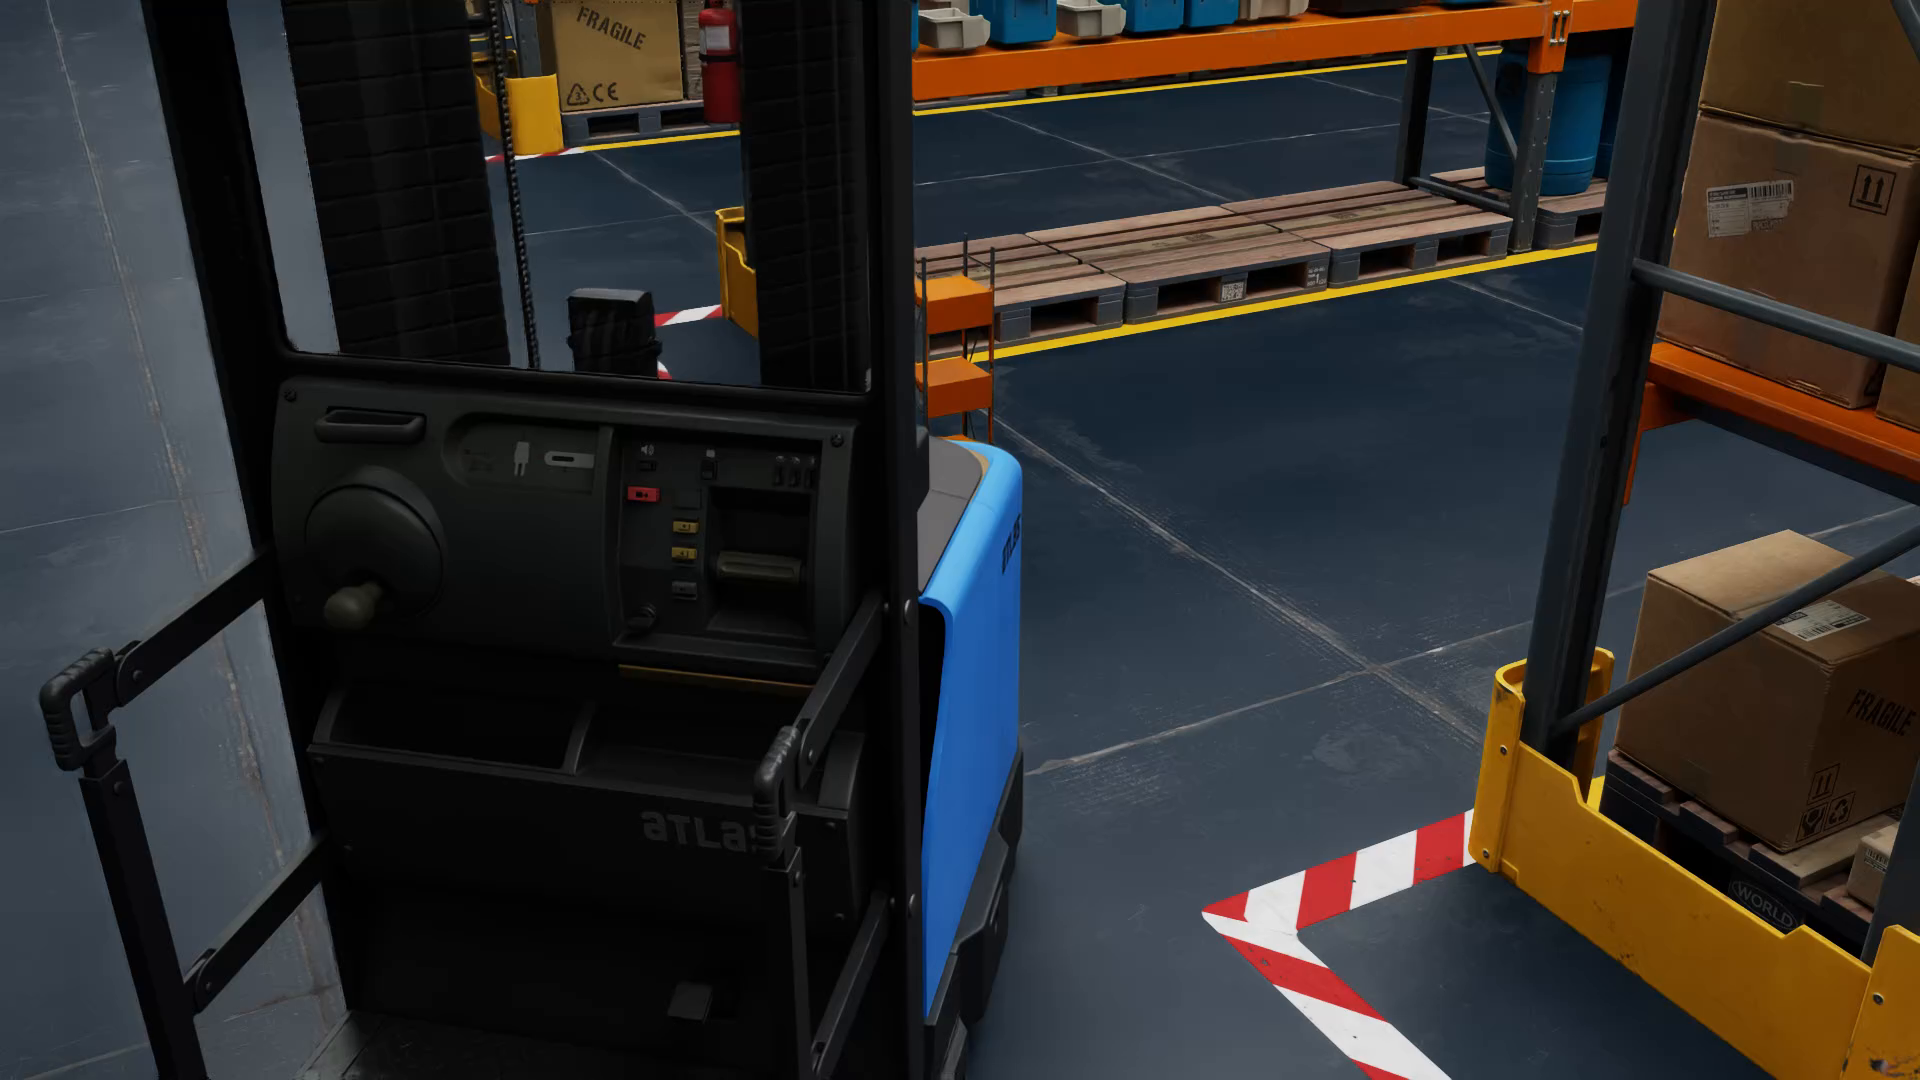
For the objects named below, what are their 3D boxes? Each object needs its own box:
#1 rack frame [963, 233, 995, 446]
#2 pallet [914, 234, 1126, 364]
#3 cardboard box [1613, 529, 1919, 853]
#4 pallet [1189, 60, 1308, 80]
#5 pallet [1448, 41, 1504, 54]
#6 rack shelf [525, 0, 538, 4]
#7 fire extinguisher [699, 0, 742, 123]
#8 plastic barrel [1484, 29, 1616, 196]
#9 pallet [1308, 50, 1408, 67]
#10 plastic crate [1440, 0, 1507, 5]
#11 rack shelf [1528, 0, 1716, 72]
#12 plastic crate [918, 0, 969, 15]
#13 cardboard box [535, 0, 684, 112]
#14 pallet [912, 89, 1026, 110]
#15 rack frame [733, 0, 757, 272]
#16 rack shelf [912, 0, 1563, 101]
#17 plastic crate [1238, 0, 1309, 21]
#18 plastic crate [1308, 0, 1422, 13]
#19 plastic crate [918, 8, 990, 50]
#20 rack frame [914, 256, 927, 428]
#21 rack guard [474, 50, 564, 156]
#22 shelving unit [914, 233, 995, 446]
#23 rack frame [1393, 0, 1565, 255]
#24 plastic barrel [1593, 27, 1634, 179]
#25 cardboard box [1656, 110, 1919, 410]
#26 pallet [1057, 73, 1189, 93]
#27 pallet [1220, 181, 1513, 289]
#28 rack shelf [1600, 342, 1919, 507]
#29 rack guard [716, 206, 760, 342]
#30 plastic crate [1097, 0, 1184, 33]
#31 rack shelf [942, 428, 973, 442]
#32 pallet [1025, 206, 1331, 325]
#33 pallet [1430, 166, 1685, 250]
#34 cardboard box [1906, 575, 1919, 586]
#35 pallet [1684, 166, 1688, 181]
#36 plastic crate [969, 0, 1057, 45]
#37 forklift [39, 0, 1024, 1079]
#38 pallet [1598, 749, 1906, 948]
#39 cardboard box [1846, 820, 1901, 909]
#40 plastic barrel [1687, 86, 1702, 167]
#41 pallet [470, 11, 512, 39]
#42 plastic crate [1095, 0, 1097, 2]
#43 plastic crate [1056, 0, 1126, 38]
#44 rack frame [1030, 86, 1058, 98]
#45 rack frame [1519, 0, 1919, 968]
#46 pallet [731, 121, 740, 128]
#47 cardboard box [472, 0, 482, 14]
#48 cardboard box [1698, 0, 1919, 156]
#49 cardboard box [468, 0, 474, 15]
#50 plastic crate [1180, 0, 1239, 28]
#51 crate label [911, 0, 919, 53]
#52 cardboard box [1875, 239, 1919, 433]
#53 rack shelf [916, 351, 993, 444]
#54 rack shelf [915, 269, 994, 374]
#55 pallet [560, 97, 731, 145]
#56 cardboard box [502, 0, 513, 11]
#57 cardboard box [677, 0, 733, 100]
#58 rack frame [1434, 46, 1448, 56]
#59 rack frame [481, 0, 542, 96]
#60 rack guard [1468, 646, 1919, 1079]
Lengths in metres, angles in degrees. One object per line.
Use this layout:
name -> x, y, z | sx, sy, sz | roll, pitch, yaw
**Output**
rack frame -> 0.060, -0.487, 5.552 | 0.008, 1.050, 0.200 | -13, 29, -25
pallet -> 0.018, -1.171, 7.946 | 1.213, 0.211, 1.003 | -13, 29, -25
cardboard box -> 1.964, 0.341, 3.954 | 0.500, 0.500, 0.500 | -13, 29, -25
pallet -> 2.195, -4.160, 14.172 | 1.213, 0.211, 1.003 | -13, 29, -25
pallet -> 4.691, -4.698, 15.290 | 1.213, 0.211, 1.003 | -13, 29, -25
rack shelf -> -1.293, -4.250, 11.967 | 4.000, 0.370, 1.077 | -13, 29, -25
fire extinguisher -> -1.074, -2.215, 7.418 | 0.183, 0.674, 0.296 | -13, 29, -25
plastic barrel -> 3.290, -2.438, 9.300 | 0.708, 0.901, 0.600 | -13, 29, -25
pallet -> 3.270, -4.407, 14.686 | 1.213, 0.211, 1.003 | -13, 29, -25
plastic crate -> 2.551, -2.884, 8.241 | 0.575, 0.384, 0.392 | -13, 29, -25
rack shelf -> 4.567, -3.173, 9.724 | 4.000, 0.370, 1.077 | -13, 29, -25
plastic crate -> -0.093, -2.419, 7.557 | 0.243, 0.136, 0.396 | -13, 29, -25
cardboard box -> -2.531, -3.559, 11.667 | 0.875, 0.875, 0.875 | -13, 29, -25
pallet -> -0.236, -3.599, 13.003 | 1.213, 0.211, 1.003 | -13, 29, -25
rack frame -> -0.727, -2.275, 7.023 | 0.127, 3.000, 1.000 | -13, 29, -25
rack shelf -> 1.037, -2.358, 8.027 | 4.000, 0.370, 1.077 | -13, 29, -25
plastic crate -> 1.407, -2.529, 7.786 | 0.466, 0.136, 0.293 | -13, 29, -25
plastic crate -> 1.941, -2.662, 8.078 | 0.590, 0.125, 0.437 | -13, 29, -25
plastic crate -> -0.033, -2.142, 6.980 | 0.298, 0.136, 0.250 | -13, 29, -25
rack frame -> -0.155, -0.438, 5.448 | 0.008, 1.050, 0.200 | -13, 29, -25
rack guard -> -3.079, -3.035, 11.494 | 0.348, 0.500, 1.175 | -13, 29, -25
shelving unit -> -0.047, -0.462, 5.500 | 0.252, 1.050, 0.215 | -13, 29, -25
rack frame -> 2.802, -3.090, 8.720 | 0.127, 3.000, 1.000 | -13, 29, -25
plastic barrel -> 3.915, -2.582, 9.601 | 0.708, 0.901, 0.600 | -13, 29, -25
cardboard box -> 1.867, -0.623, 3.466 | 0.500, 0.500, 0.500 | -12, 28, -24
pallet -> 1.117, -3.910, 13.650 | 1.213, 0.211, 1.003 | -13, 29, -25
pallet -> 2.171, -1.668, 8.981 | 1.213, 0.211, 1.003 | -13, 29, -25
rack shelf -> 3.365, -0.466, 4.086 | 4.000, 0.370, 1.077 | -13, 29, -25
rack guard -> -0.743, -1.138, 7.544 | 0.348, 0.500, 1.175 | -13, 29, -25
plastic crate -> 0.807, -2.419, 7.448 | 0.300, 0.233, 0.416 | -13, 29, -25
rack shelf -> -0.047, -0.202, 5.625 | 0.240, 0.259, 0.215 | -13, 29, -25
pallet -> 1.094, -1.418, 8.460 | 1.213, 0.211, 1.003 | -13, 29, -25
pallet -> 3.502, -1.974, 9.618 | 1.213, 0.211, 1.003 | -13, 29, -25
cardboard box -> 2.816, 0.272, 4.387 | 0.500, 0.250, 0.500 | -13, 29, -25
pallet -> 4.580, -2.224, 10.139 | 1.213, 0.211, 1.003 | -13, 29, -25
plastic crate -> 0.226, -2.285, 7.168 | 0.300, 0.233, 0.416 | -13, 29, -25
forklift -> -0.657, 0.011, 2.341 | 1.130, 2.935, 3.031 | 5, 26, 11
pallet -> 2.370, 0.696, 4.056 | 1.213, 0.211, 1.003 | -13, 29, -25
cardboard box -> 2.131, 0.750, 3.507 | 0.250, 0.149, 0.380 | -13, 29, -25
plastic barrel -> 4.455, -2.487, 9.854 | 0.421, 0.512, 0.421 | 0, 26, 0
pallet -> -4.502, -4.992, 15.903 | 1.213, 0.211, 1.003 | -13, 29, -25
plastic crate -> 0.656, -2.606, 7.946 | 0.250, 0.136, 0.298 | -13, 29, -25
plastic crate -> 0.566, -2.280, 7.268 | 0.298, 0.136, 0.250 | -13, 29, -25
rack frame -> 0.471, -4.981, 12.660 | 0.127, 3.000, 1.000 | -13, 29, -25
rack frame -> 1.600, -0.383, 3.081 | 0.127, 3.000, 1.000 | -13, 29, -25
pallet -> -1.314, -3.349, 12.482 | 1.213, 0.211, 1.003 | -13, 29, -25
cardboard box -> -4.498, -5.055, 15.621 | 0.250, 0.149, 0.380 | -13, 29, -25
cardboard box -> 1.863, -1.074, 3.251 | 0.500, 0.500, 0.500 | -13, 29, -26
cardboard box -> -4.690, -4.970, 15.445 | 0.250, 0.149, 0.380 | -12, 28, -24
plastic crate -> 1.072, -2.481, 7.575 | 0.300, 0.233, 0.416 | -13, 29, -25
crate label -> -0.355, -2.151, 6.889 | 0.303, 0.233, 0.416 | -13, 29, -25
cardboard box -> 2.116, -0.417, 3.038 | 0.500, 0.500, 0.500 | -12, 28, -24
rack shelf -> -0.047, -0.453, 5.505 | 0.240, 0.259, 0.215 | -13, 29, -25
rack shelf -> -0.047, -0.709, 5.382 | 0.240, 0.259, 0.215 | -13, 29, -25
pallet -> -2.389, -3.102, 11.968 | 1.213, 0.211, 1.003 | -13, 29, -25
cardboard box -> -4.282, -5.108, 15.732 | 0.250, 0.149, 0.380 | -13, 28, -25
cardboard box -> -1.728, -3.744, 12.053 | 0.875, 0.875, 0.875 | -13, 29, -25
rack frame -> 4.001, -5.796, 14.356 | 0.127, 3.000, 1.000 | -13, 29, -25
rack frame -> -3.058, -4.167, 10.963 | 0.127, 3.000, 1.000 | -13, 29, -25
rack guard -> 1.667, 0.729, 3.655 | 0.348, 0.500, 1.175 | -13, 29, -25
